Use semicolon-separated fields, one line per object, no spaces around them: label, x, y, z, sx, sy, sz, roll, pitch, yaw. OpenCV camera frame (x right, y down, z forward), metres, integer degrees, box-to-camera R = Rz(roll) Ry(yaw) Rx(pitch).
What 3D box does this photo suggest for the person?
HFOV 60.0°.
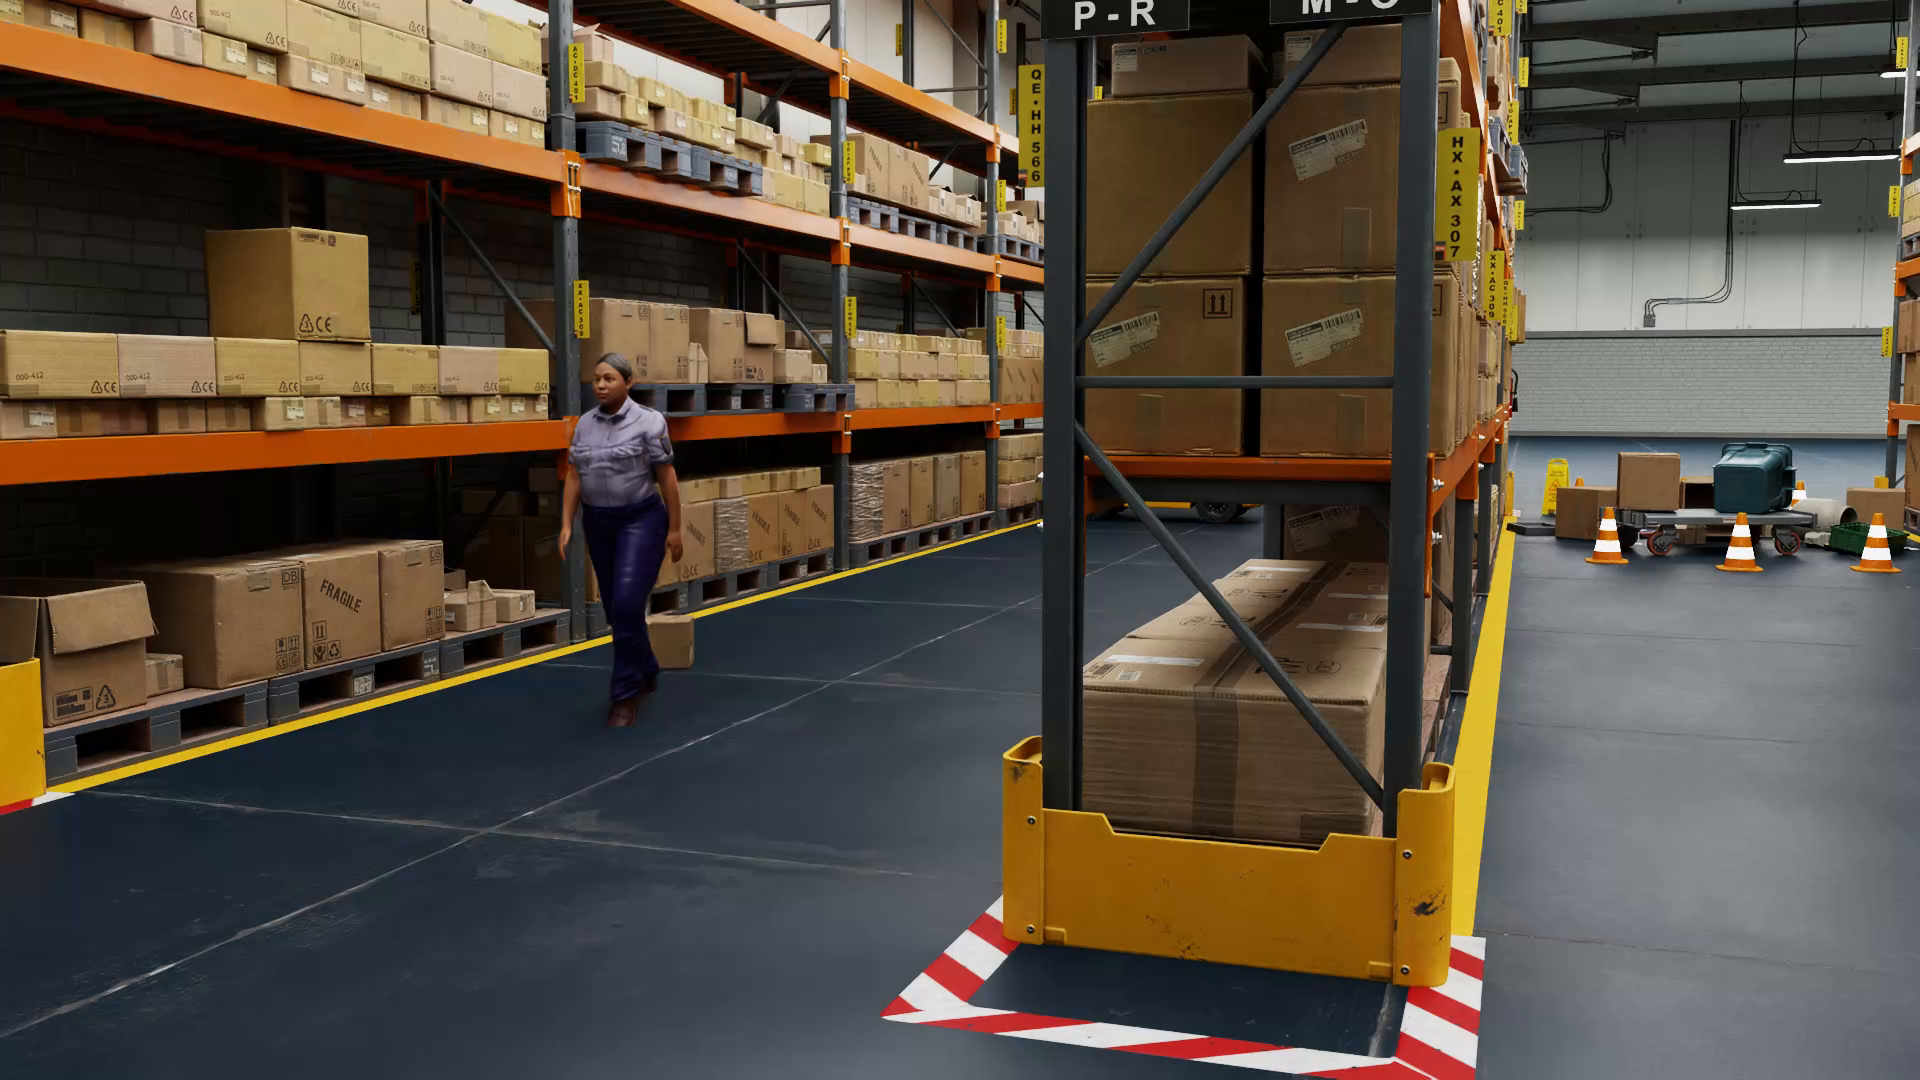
person;-1.549;0.004;7.590;0.493;1.709;0.709;2;6;23
